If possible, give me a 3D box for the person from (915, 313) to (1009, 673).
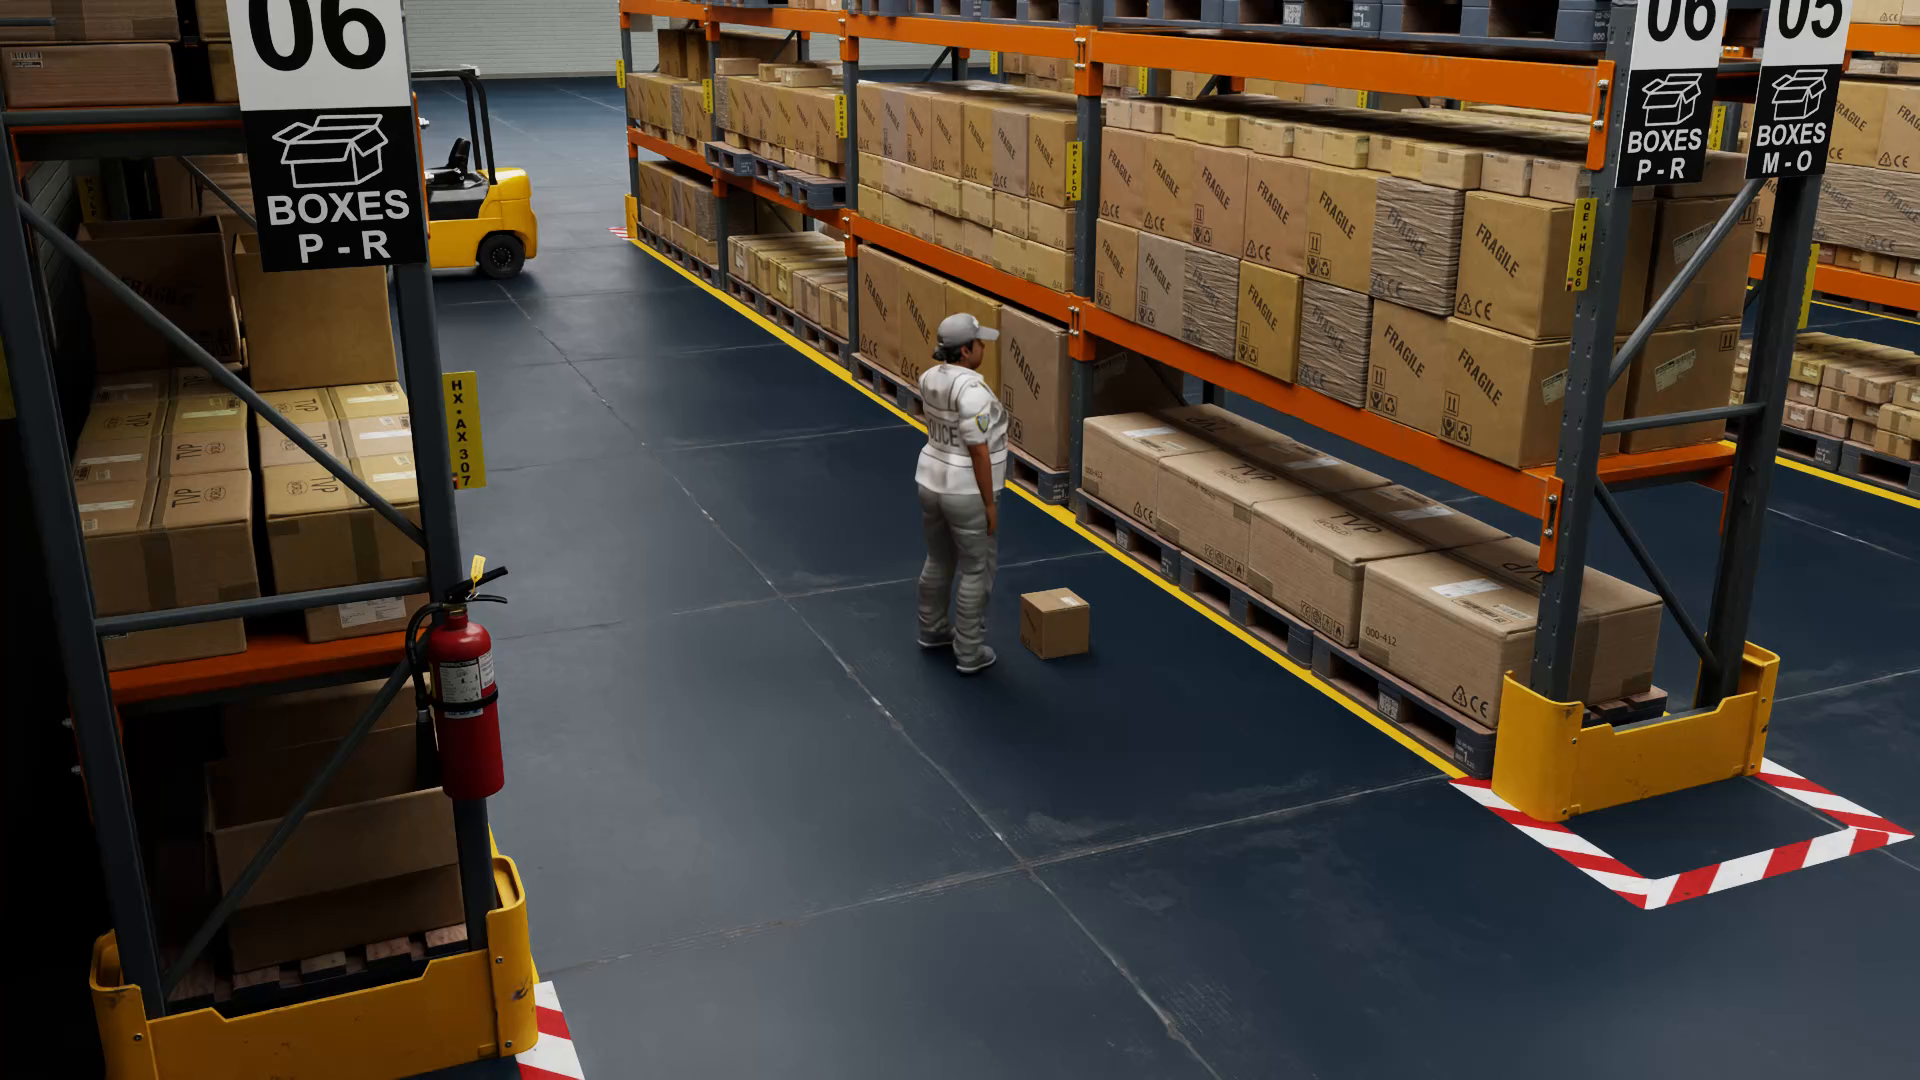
[{"bbox_3d":[0.005,-0.219,7.659,0.386,1.676,0.538,-12,22,-31],"label":"person"}]
